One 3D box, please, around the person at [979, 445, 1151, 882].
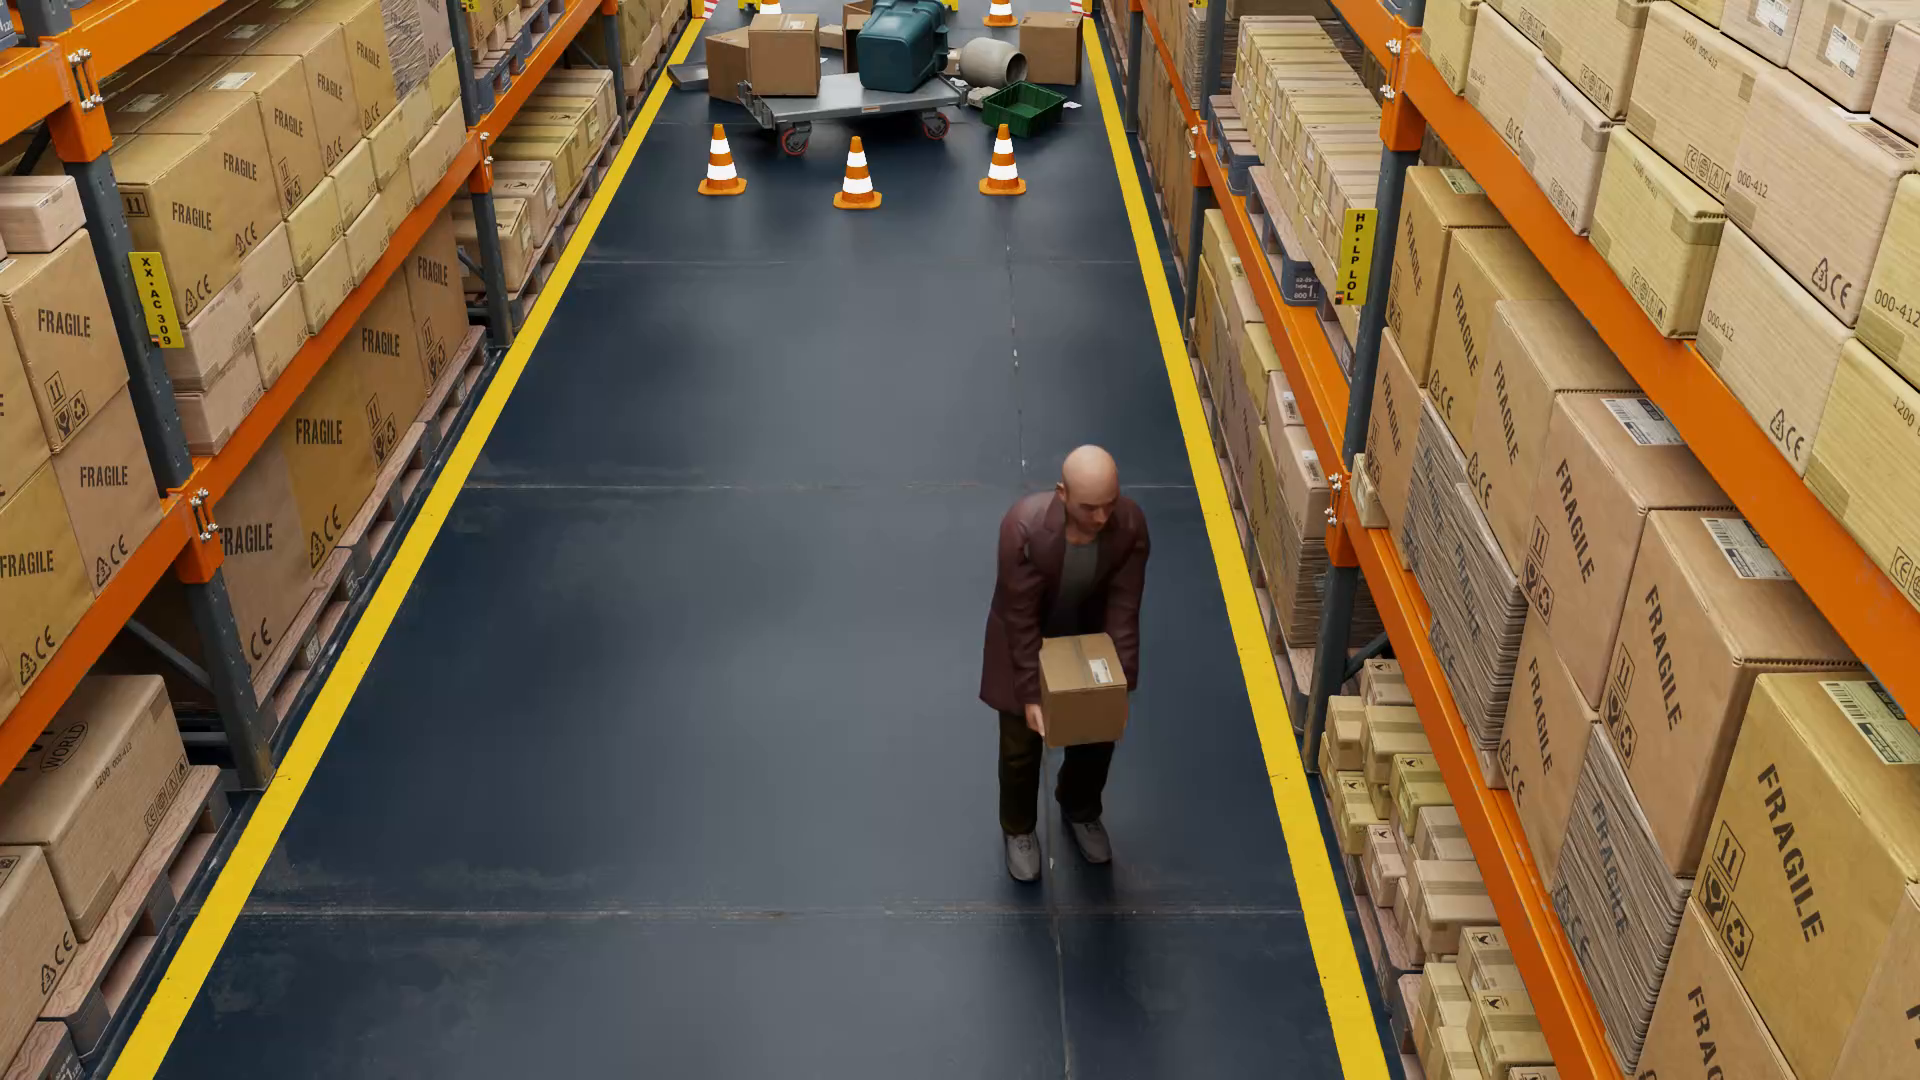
[{"bbox_3d":[0.344,0.402,5.546,0.537,1.719,0.627,-6,32,-10],"label":"person"}]
